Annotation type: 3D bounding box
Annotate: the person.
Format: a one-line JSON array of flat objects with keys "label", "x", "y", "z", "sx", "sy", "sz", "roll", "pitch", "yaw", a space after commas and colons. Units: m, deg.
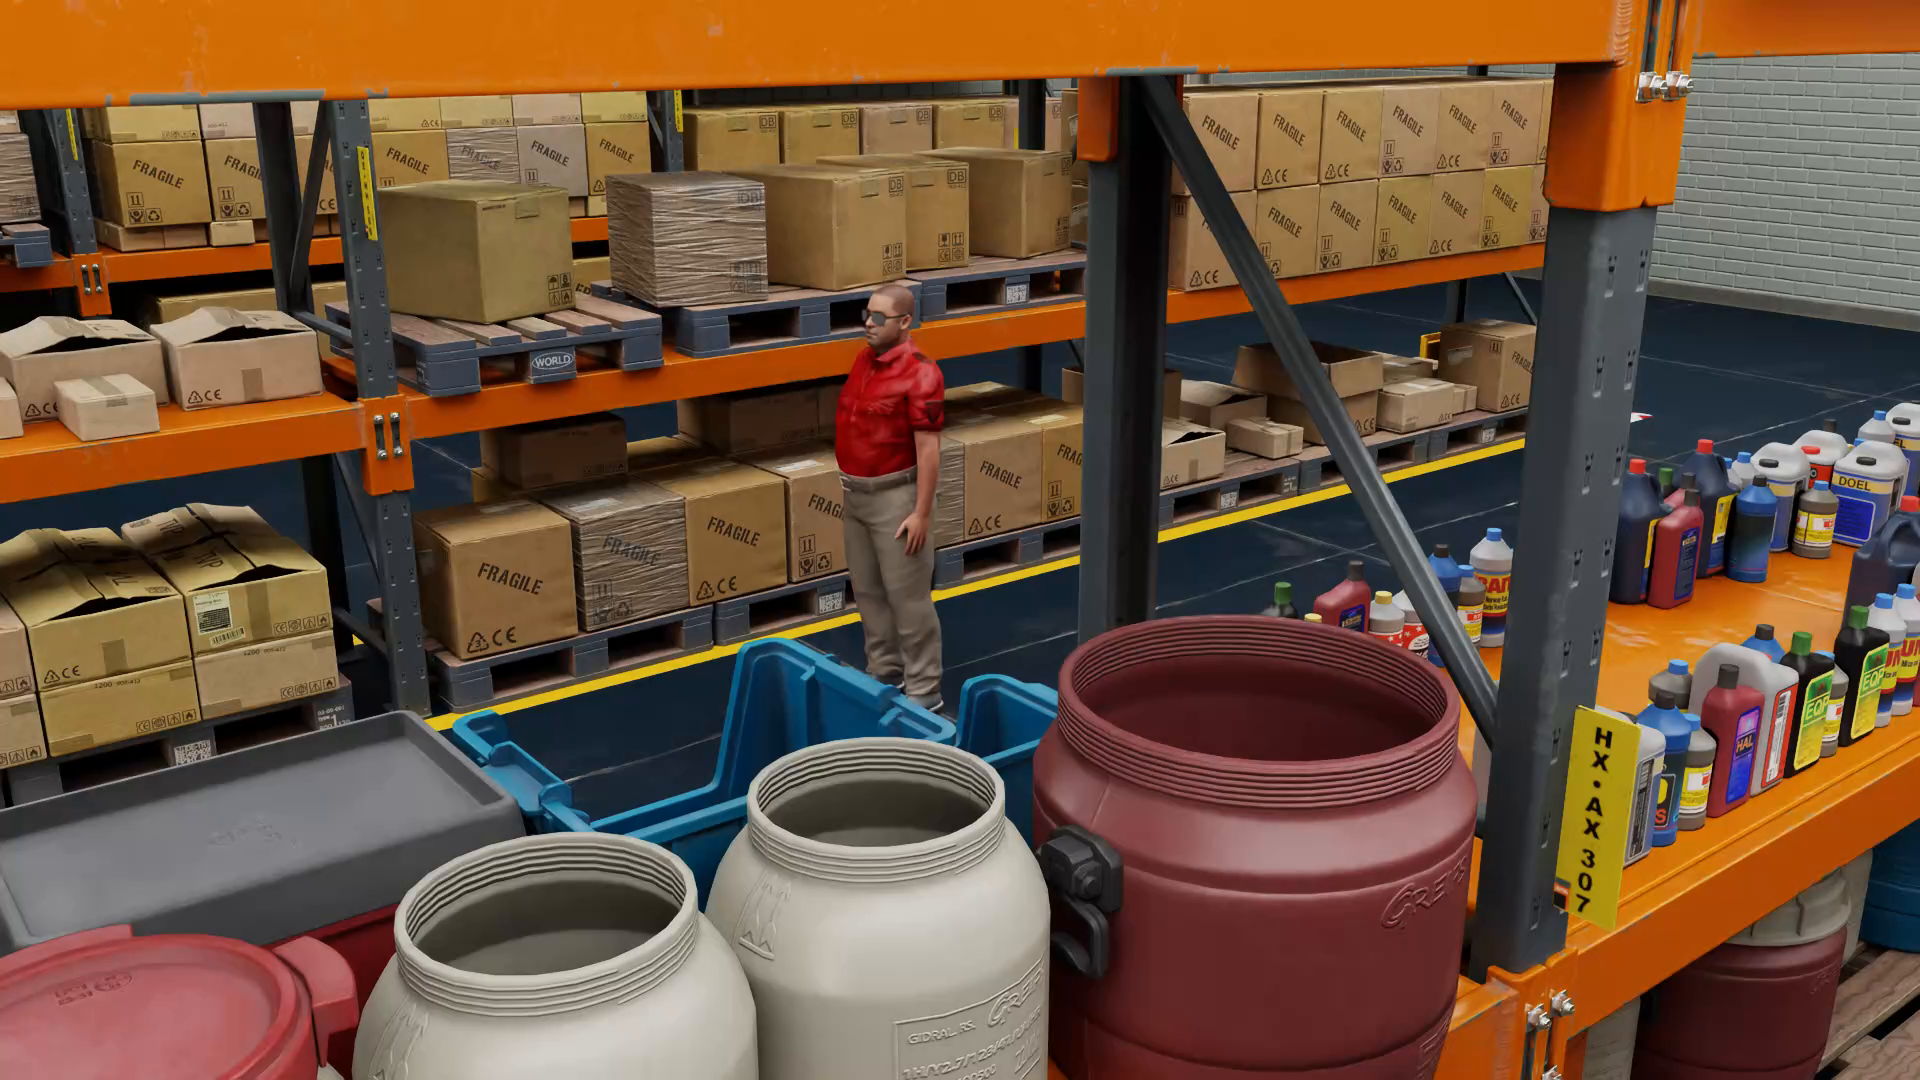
[{"label": "person", "x": -0.294, "y": -0.137, "z": 6.518, "sx": 0.362, "sy": 1.727, "sz": 0.528, "roll": -13, "pitch": 21, "yaw": -34}]
